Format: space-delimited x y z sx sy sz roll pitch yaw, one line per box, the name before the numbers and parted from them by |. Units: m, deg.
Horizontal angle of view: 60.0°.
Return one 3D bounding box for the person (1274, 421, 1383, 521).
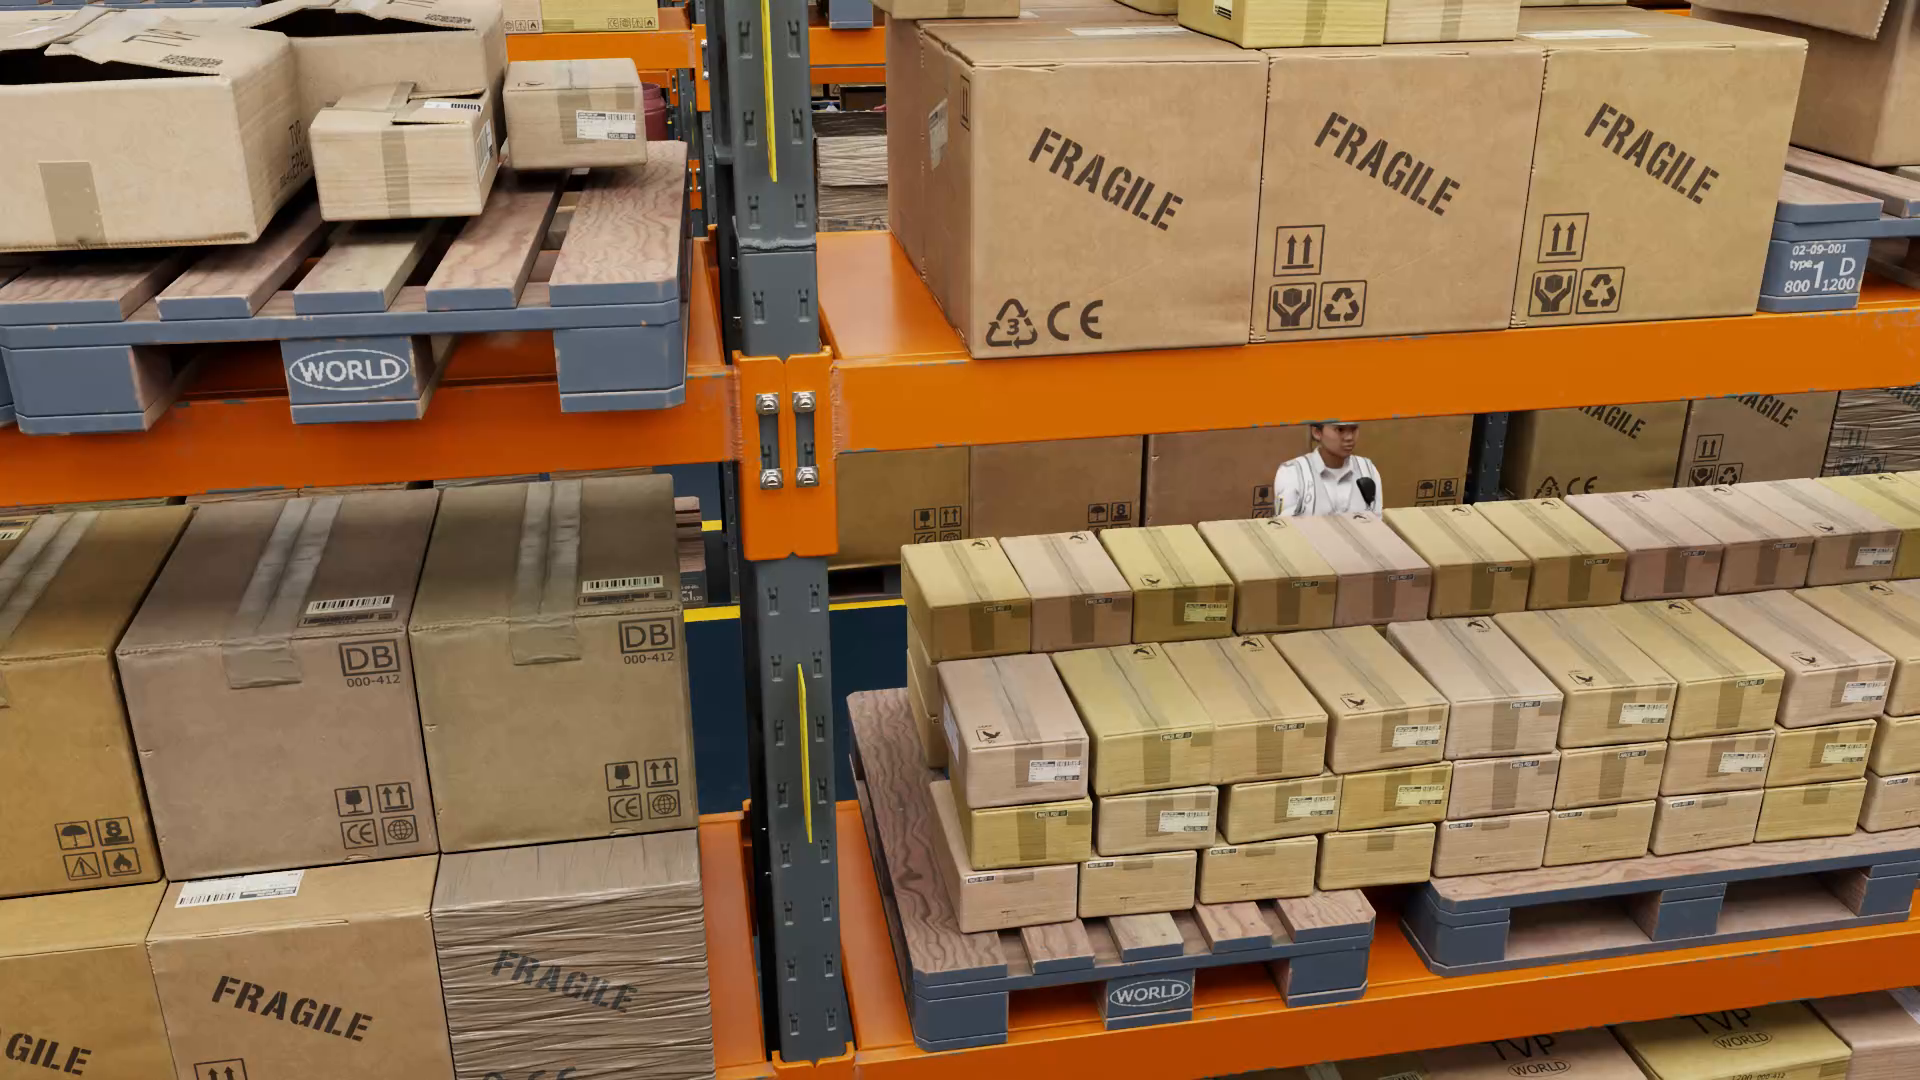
person | 1.442 0.242 6.496 0.468 1.697 0.552 -5 24 -12
